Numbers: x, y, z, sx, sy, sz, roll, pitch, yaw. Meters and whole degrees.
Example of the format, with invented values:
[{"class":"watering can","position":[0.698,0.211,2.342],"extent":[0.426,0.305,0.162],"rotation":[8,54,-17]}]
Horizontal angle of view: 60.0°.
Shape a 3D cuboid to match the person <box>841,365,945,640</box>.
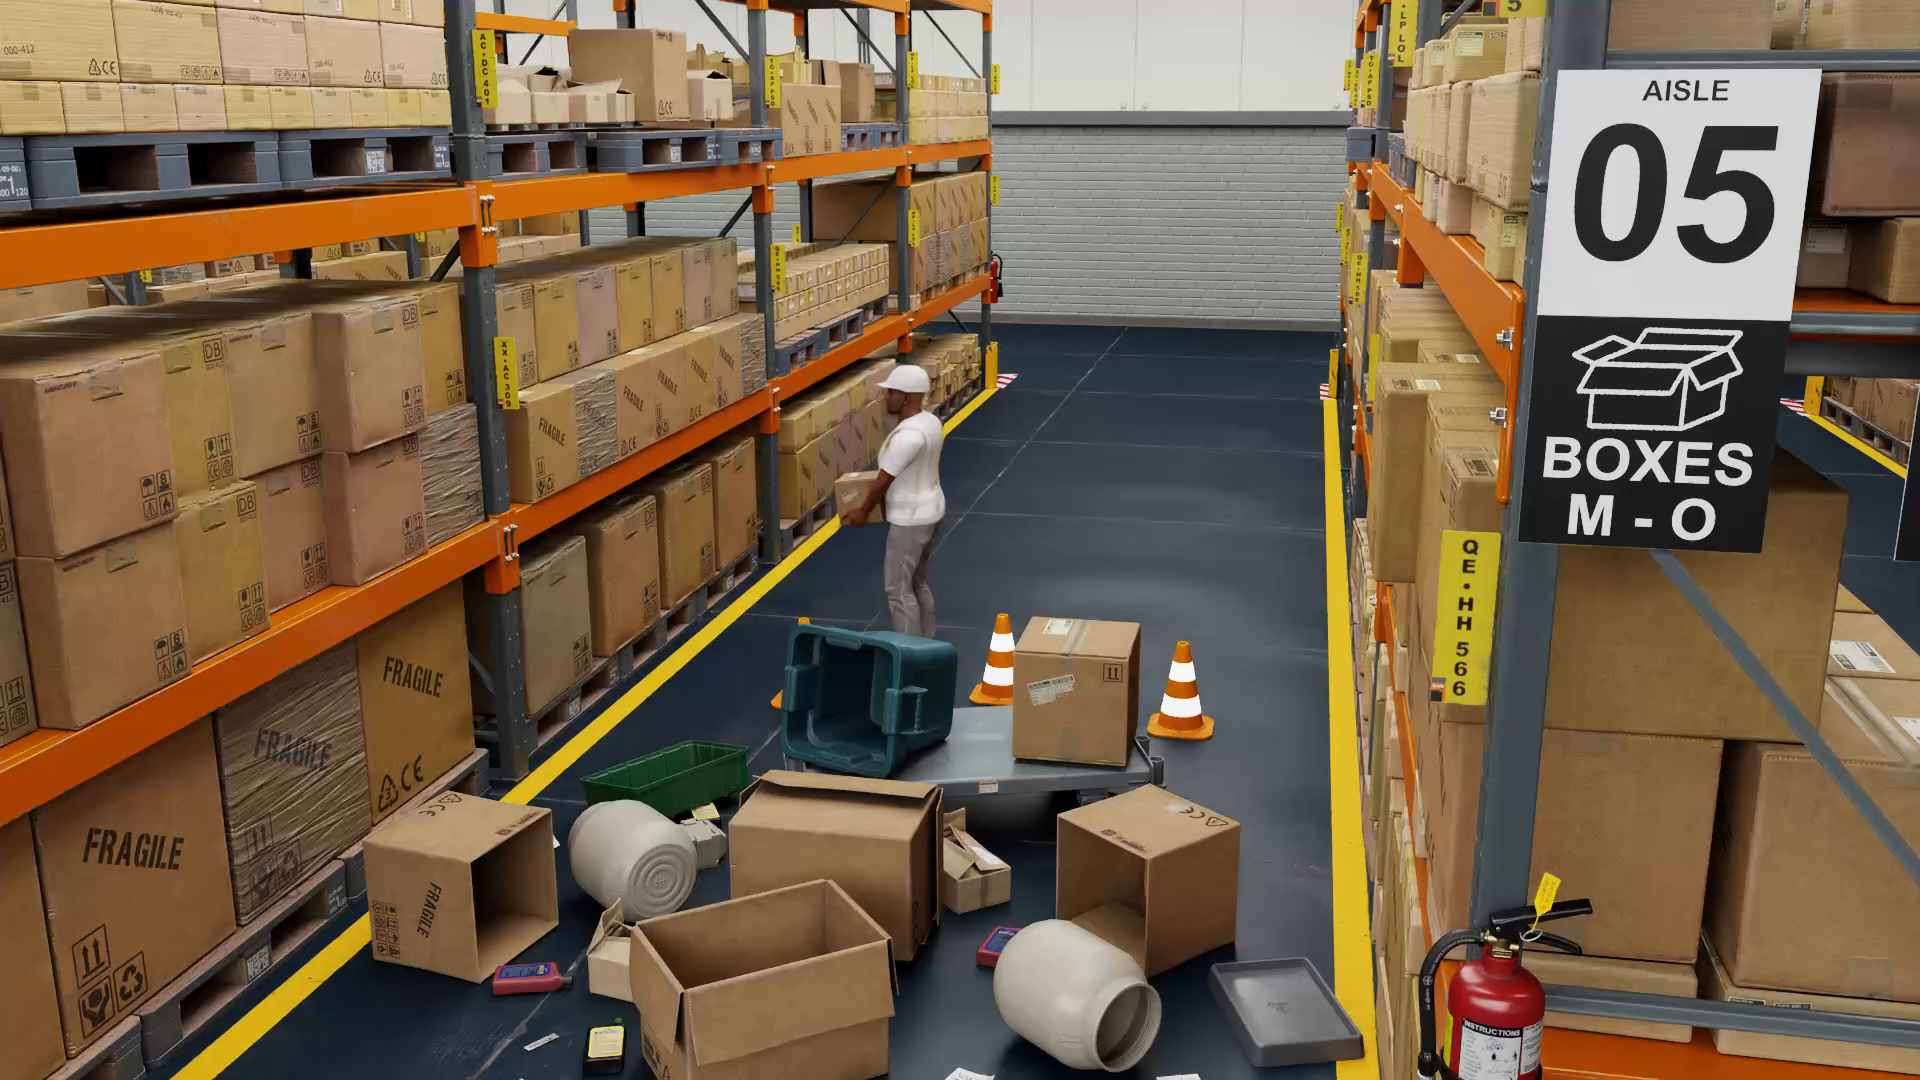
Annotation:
[{"class":"person","position":[-0.373,-0.116,9.415],"extent":[0.563,1.763,0.505],"rotation":[3,15,10]}]
